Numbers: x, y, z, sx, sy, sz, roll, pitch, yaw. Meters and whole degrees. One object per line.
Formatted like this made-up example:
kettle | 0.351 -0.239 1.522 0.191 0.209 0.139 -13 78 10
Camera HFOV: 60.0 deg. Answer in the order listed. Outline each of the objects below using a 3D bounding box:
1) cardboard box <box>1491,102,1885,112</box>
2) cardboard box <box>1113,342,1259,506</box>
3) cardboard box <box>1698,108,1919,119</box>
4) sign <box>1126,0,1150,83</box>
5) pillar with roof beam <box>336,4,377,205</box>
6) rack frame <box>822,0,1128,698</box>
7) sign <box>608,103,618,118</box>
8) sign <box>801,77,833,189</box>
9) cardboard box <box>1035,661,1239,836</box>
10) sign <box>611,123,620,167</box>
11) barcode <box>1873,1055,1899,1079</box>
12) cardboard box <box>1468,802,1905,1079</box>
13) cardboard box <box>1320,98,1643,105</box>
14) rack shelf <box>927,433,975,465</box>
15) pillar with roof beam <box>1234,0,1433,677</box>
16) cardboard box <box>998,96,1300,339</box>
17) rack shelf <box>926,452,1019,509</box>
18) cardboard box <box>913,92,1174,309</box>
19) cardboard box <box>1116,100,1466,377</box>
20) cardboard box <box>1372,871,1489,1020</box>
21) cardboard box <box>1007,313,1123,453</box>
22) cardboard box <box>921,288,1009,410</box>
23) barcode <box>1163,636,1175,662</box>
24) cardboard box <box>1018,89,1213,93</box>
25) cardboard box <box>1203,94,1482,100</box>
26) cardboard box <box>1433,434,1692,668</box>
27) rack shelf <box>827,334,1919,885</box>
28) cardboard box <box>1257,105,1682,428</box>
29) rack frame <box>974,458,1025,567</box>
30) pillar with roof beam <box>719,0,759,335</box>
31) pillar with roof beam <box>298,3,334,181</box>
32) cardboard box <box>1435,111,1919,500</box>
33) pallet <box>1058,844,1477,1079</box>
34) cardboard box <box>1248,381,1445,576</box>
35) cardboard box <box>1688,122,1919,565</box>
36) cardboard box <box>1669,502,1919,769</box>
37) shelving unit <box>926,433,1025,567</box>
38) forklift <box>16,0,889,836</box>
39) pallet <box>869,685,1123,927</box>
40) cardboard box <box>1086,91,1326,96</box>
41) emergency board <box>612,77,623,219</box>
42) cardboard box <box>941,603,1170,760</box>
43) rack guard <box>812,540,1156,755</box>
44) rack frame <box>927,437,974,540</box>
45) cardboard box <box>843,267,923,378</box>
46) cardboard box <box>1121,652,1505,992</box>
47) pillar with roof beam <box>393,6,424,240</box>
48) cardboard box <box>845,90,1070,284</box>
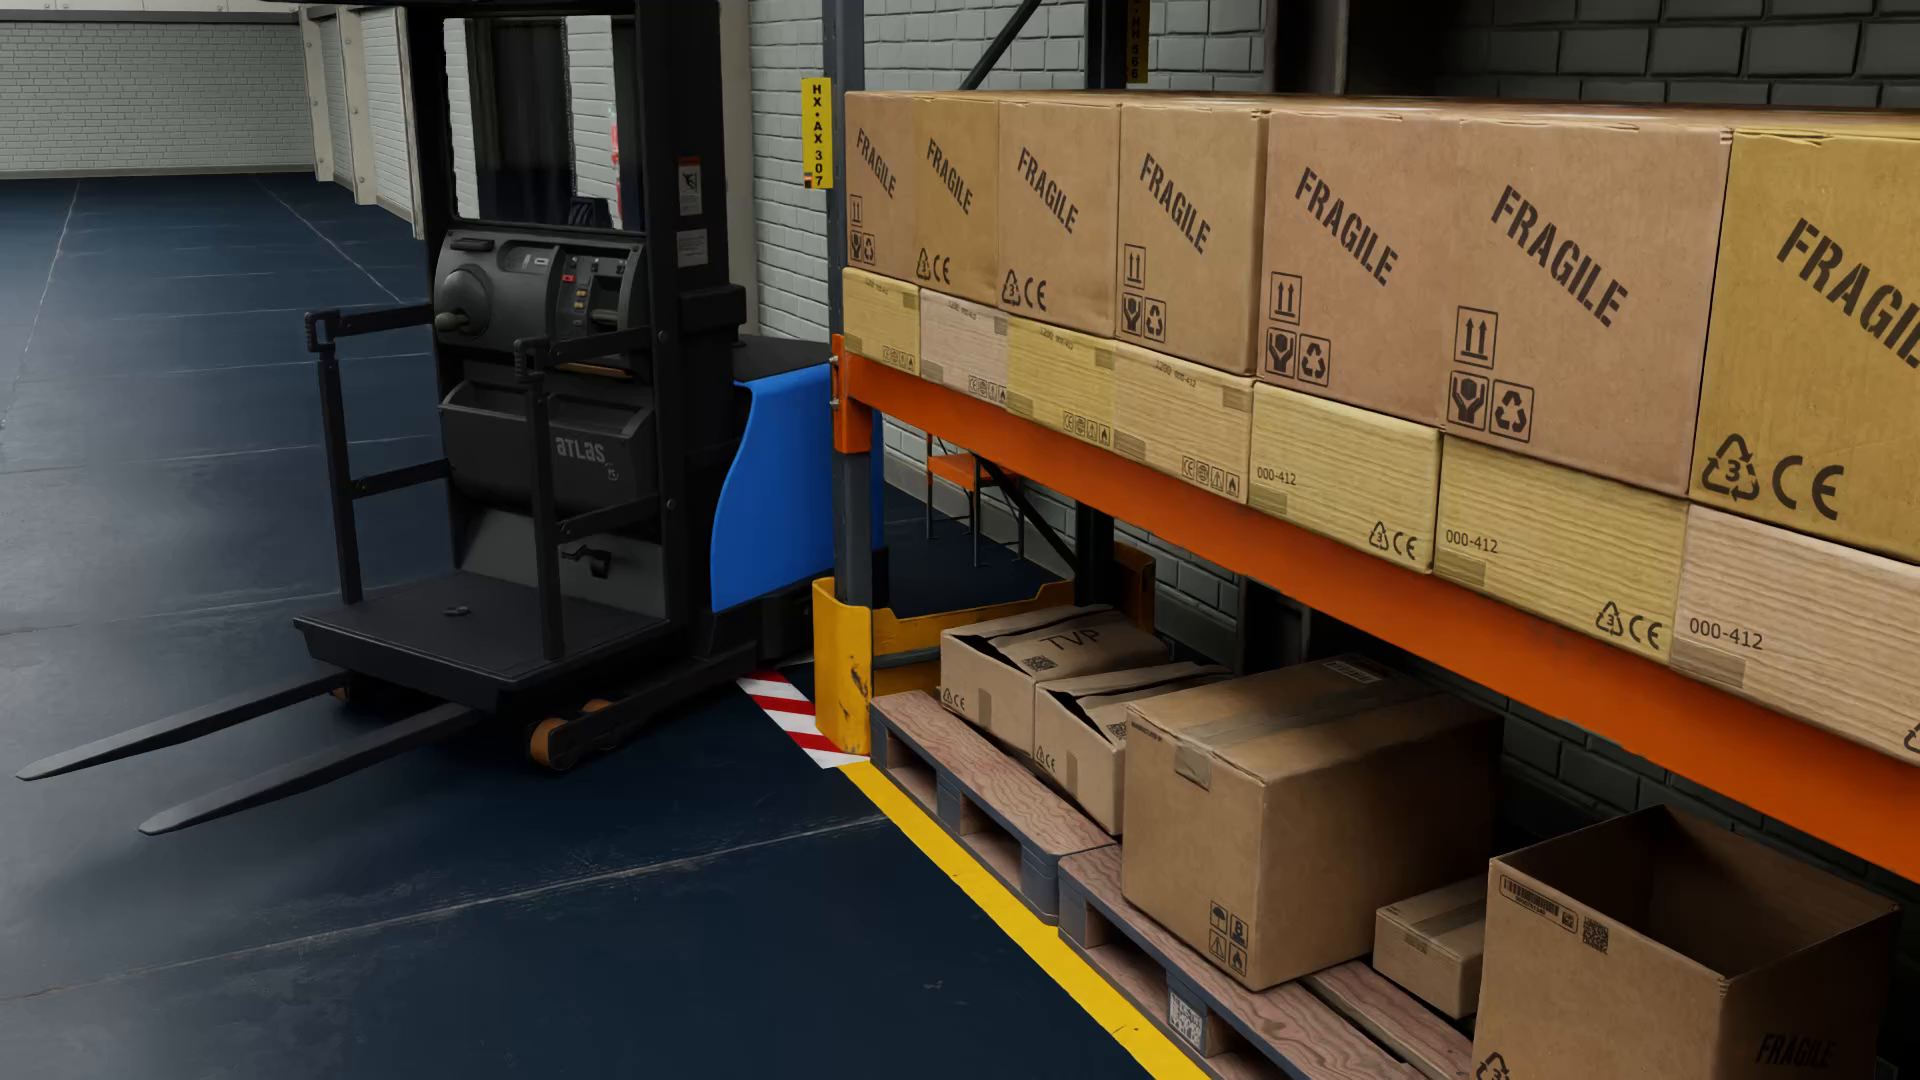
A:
cardboard box | 1.358 -0.577 3.200 0.500 0.500 0.500 -7 17 -23
cardboard box | 0.666 -0.275 3.505 0.500 0.250 0.500 -7 18 -24
cardboard box | 1.571 -0.453 2.767 0.500 0.500 0.500 -8 18 -25
sign | 0.568 -1.647 5.379 0.100 0.325 0.005 -8 18 -25
pillar with roof beam | -13.239 -9.122 23.222 9.100 9.000 0.400 -8 18 -25
rack frame | 0.060 -0.876 5.366 1.000 3.000 0.127 -8 18 -25
sign | -2.688 -3.331 12.896 0.001 0.109 0.331 -8 18 -25
sign | -0.427 -1.227 5.018 0.100 0.325 0.005 -8 18 -25
cardboard box | 0.532 0.529 4.548 0.500 0.311 0.500 -6 17 -20
sign | -2.682 -3.079 12.977 0.001 0.329 0.234 -8 18 -25
barcode | 1.710 0.993 3.093 0.001 0.075 0.075 -8 18 -25
cardboard box | 1.322 0.853 3.074 0.500 0.500 0.500 -9 18 -29
cardboard box | 1.121 -0.704 3.643 0.500 0.500 0.500 -7 18 -24
rack shelf | 0.066 -0.470 7.456 0.258 0.148 0.480 -8 18 -25
pillar with roof beam | -2.725 -3.171 2.485 9.100 9.000 0.400 -8 18 -25
cardboard box | 0.428 -0.767 3.861 0.500 0.500 0.500 -8 18 -27
rack shelf | 0.066 -0.279 7.511 0.258 0.148 0.480 -8 18 -25
cardboard box | 0.207 -0.896 4.310 0.500 0.500 0.500 -8 18 -25
cardboard box | 0.665 -0.640 3.420 0.500 0.500 0.500 -7 17 -23
cardboard box | 1.130 0.876 3.633 0.380 0.149 0.250 -9 18 -29
cardboard box | 0.447 -0.400 3.943 0.500 0.250 0.500 -8 18 -26
cardboard box | 0.229 -0.527 4.386 0.500 0.250 0.500 -8 18 -27
barcode | 0.650 0.339 5.192 0.001 0.075 0.075 -8 18 -25
cardboard box | 0.458 -1.083 4.963 0.500 0.500 0.500 -8 18 -26
cardboard box | 0.900 -0.829 4.079 0.500 0.500 0.500 -8 18 -26
cardboard box | 1.122 -0.027 2.643 0.500 0.250 0.500 -8 18 -25
rack shelf | 0.937 -0.034 3.737 1.077 0.370 4.000 -8 18 -25
cardboard box | 0.893 -0.511 2.971 0.500 0.500 0.500 -8 18 -26
rack frame | 0.175 -0.474 7.228 0.240 1.200 0.015 -8 18 -25
pillar with roof beam | -5.354 -4.658 7.669 9.100 9.000 0.400 -8 18 -25
pillar with roof beam | -15.868 -10.609 28.407 9.100 9.000 0.400 -8 18 -25
cardboard box | 1.104 -0.385 2.531 0.500 0.500 0.500 -8 18 -25
pallet | 0.948 0.991 3.915 1.003 0.211 1.213 -8 18 -25
cardboard box | 0.888 -0.150 3.071 0.500 0.250 0.500 -8 18 -25
cardboard box | 1.328 -0.262 2.102 0.500 0.500 0.500 -8 18 -25
cardboard box | 1.333 0.097 2.209 0.500 0.250 0.500 -8 18 -25
shelving unit | 0.066 -0.534 7.438 0.258 1.200 0.503 -8 18 -25
forklift | -1.522 -0.832 5.337 1.130 2.935 3.031 11 19 32
pallet | 0.418 0.689 4.968 1.003 0.211 1.213 -8 18 -25
cardboard box | 0.670 -0.957 4.523 0.500 0.500 0.500 -7 18 -24
emergency board | -2.532 -2.912 12.461 0.194 1.169 0.643 -8 18 -25
cardboard box | 0.283 0.387 5.040 0.500 0.311 0.500 -10 19 -31
rack guard | 0.094 0.344 5.645 1.175 0.500 0.348 -8 18 -25
rack frame | -0.043 -0.595 7.648 0.240 1.200 0.015 -8 18 -25
cardboard box | -0.011 -0.654 4.828 0.500 0.250 0.500 -8 18 -27
cardboard box | 0.809 0.626 3.867 0.700 0.500 0.500 -9 18 -28
pillar with roof beam | -10.611 -7.634 18.038 9.100 9.000 0.400 -8 18 -25
cardboard box | -0.001 -1.019 4.741 0.500 0.500 0.500 -8 18 -25
